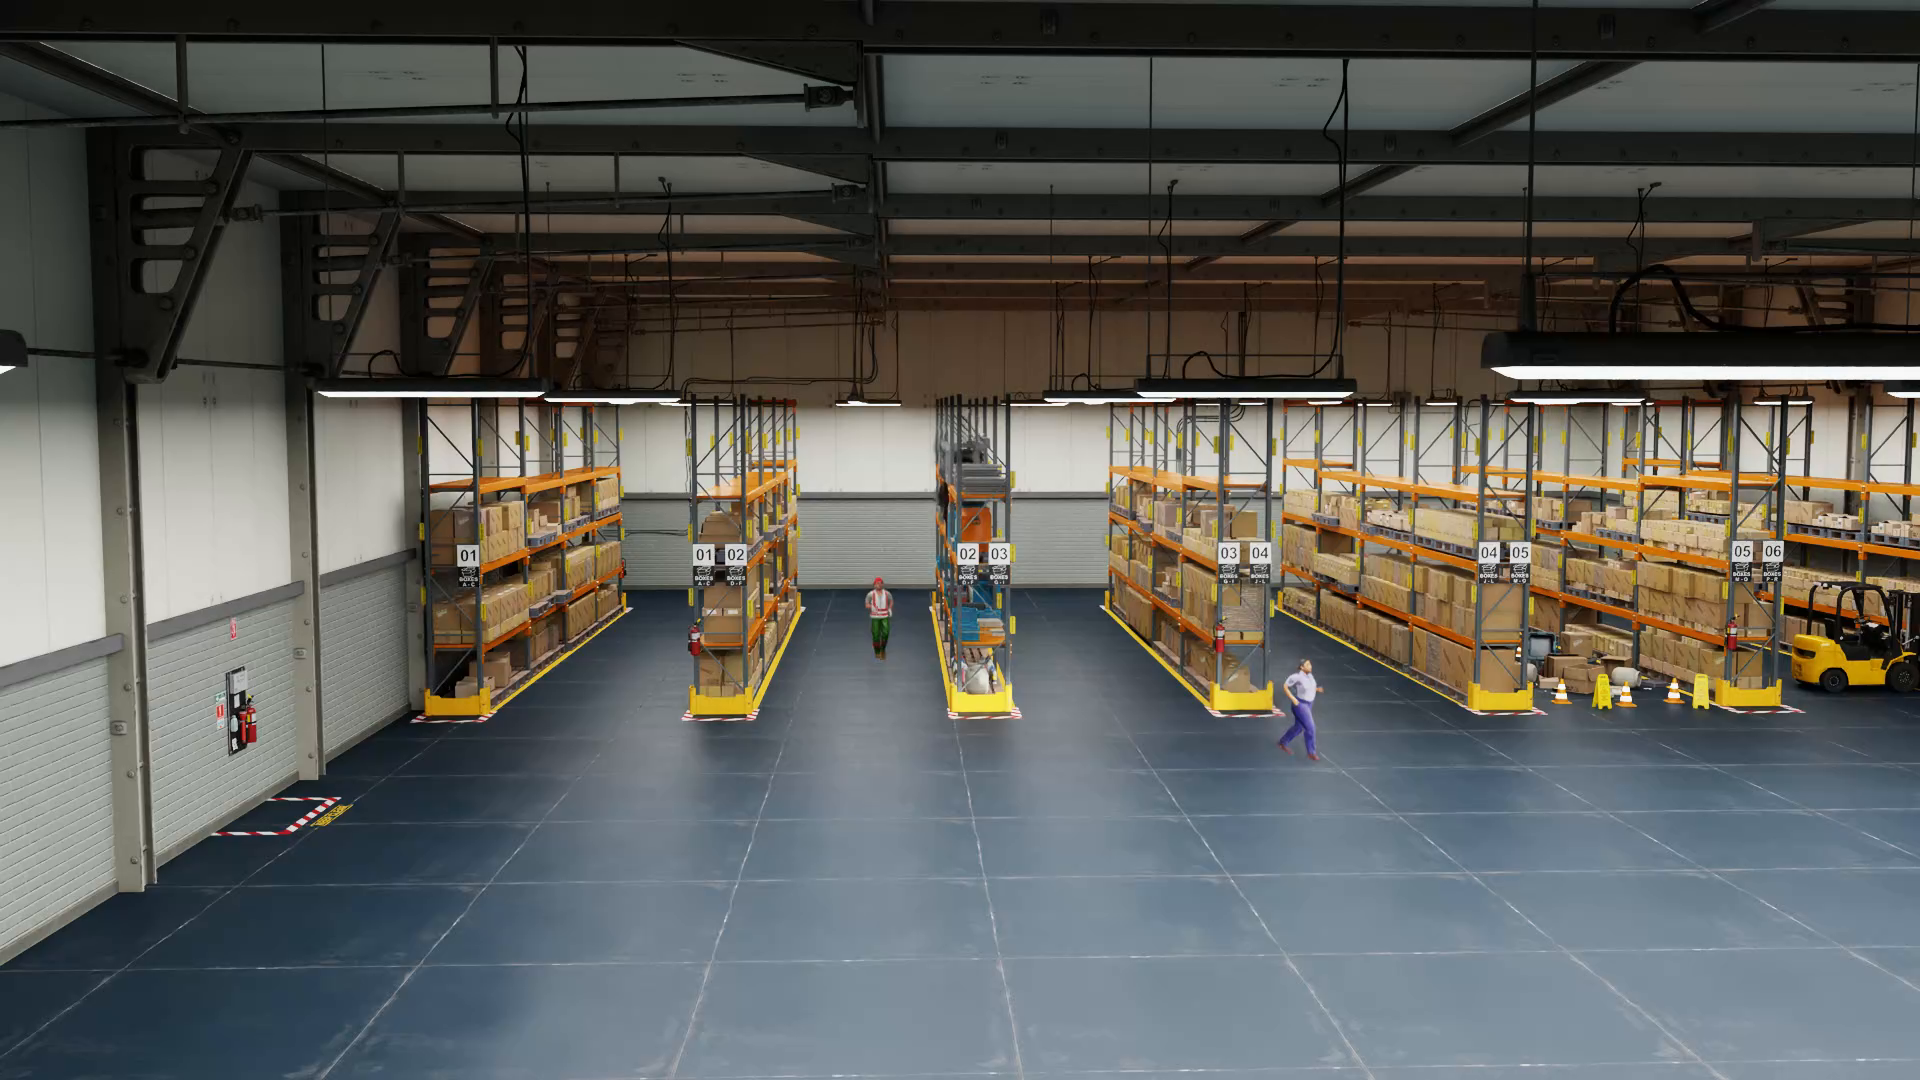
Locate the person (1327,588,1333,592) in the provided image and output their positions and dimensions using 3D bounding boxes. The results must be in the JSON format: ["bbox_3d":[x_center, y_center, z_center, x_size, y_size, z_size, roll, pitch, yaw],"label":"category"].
[{"bbox_3d":[11.103,1.021,49.056,0.964,1.725,0.686,0,5,-6],"label":"person"}]

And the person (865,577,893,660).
[{"bbox_3d":[-1.726,1.719,36.125,0.640,1.808,0.604,-1,5,-11],"label":"person"}]

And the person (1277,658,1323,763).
[{"bbox_3d":[5.602,2.768,27.215,0.821,1.693,0.583,3,5,34],"label":"person"}]

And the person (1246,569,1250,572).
[{"bbox_3d":[8.073,1.314,45.771,0.593,1.640,0.686,0,4,0],"label":"person"}]
